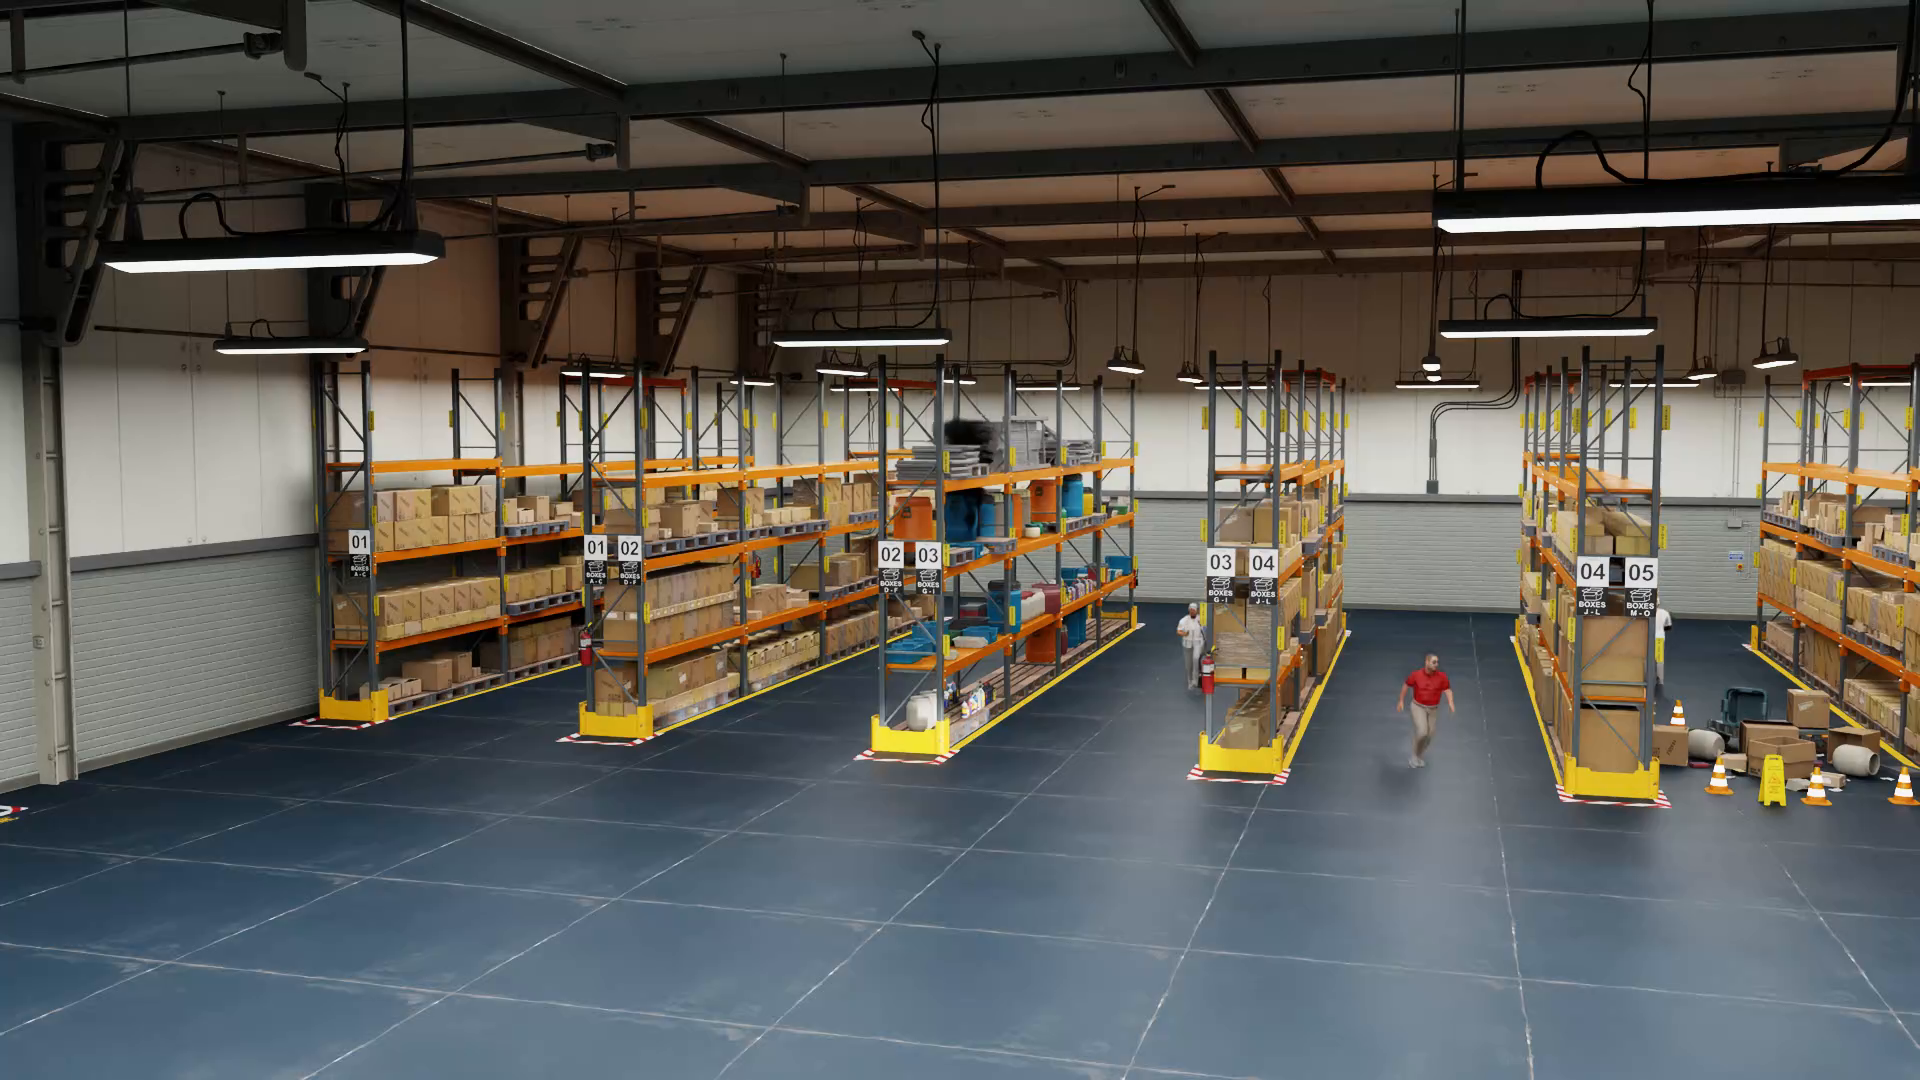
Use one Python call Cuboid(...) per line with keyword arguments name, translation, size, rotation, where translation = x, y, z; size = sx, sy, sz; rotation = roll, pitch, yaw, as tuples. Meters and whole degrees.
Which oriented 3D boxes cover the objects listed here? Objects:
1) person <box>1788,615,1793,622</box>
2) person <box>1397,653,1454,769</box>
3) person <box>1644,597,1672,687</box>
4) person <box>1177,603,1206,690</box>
Cuboid(name="person", translation=(18.885, 1.509, 37.159), size=(0.826, 1.732, 0.579), rotation=(1, 4, 13))
Cuboid(name="person", translation=(6.717, 2.450, 23.813), size=(0.621, 1.676, 0.834), rotation=(-1, 4, -11))
Cuboid(name="person", translation=(12.991, 1.907, 31.180), size=(0.719, 1.732, 0.980), rotation=(1, 4, 12))
Cuboid(name="person", translation=(4.271, 1.960, 30.408), size=(0.590, 1.650, 0.898), rotation=(1, 4, 16))
